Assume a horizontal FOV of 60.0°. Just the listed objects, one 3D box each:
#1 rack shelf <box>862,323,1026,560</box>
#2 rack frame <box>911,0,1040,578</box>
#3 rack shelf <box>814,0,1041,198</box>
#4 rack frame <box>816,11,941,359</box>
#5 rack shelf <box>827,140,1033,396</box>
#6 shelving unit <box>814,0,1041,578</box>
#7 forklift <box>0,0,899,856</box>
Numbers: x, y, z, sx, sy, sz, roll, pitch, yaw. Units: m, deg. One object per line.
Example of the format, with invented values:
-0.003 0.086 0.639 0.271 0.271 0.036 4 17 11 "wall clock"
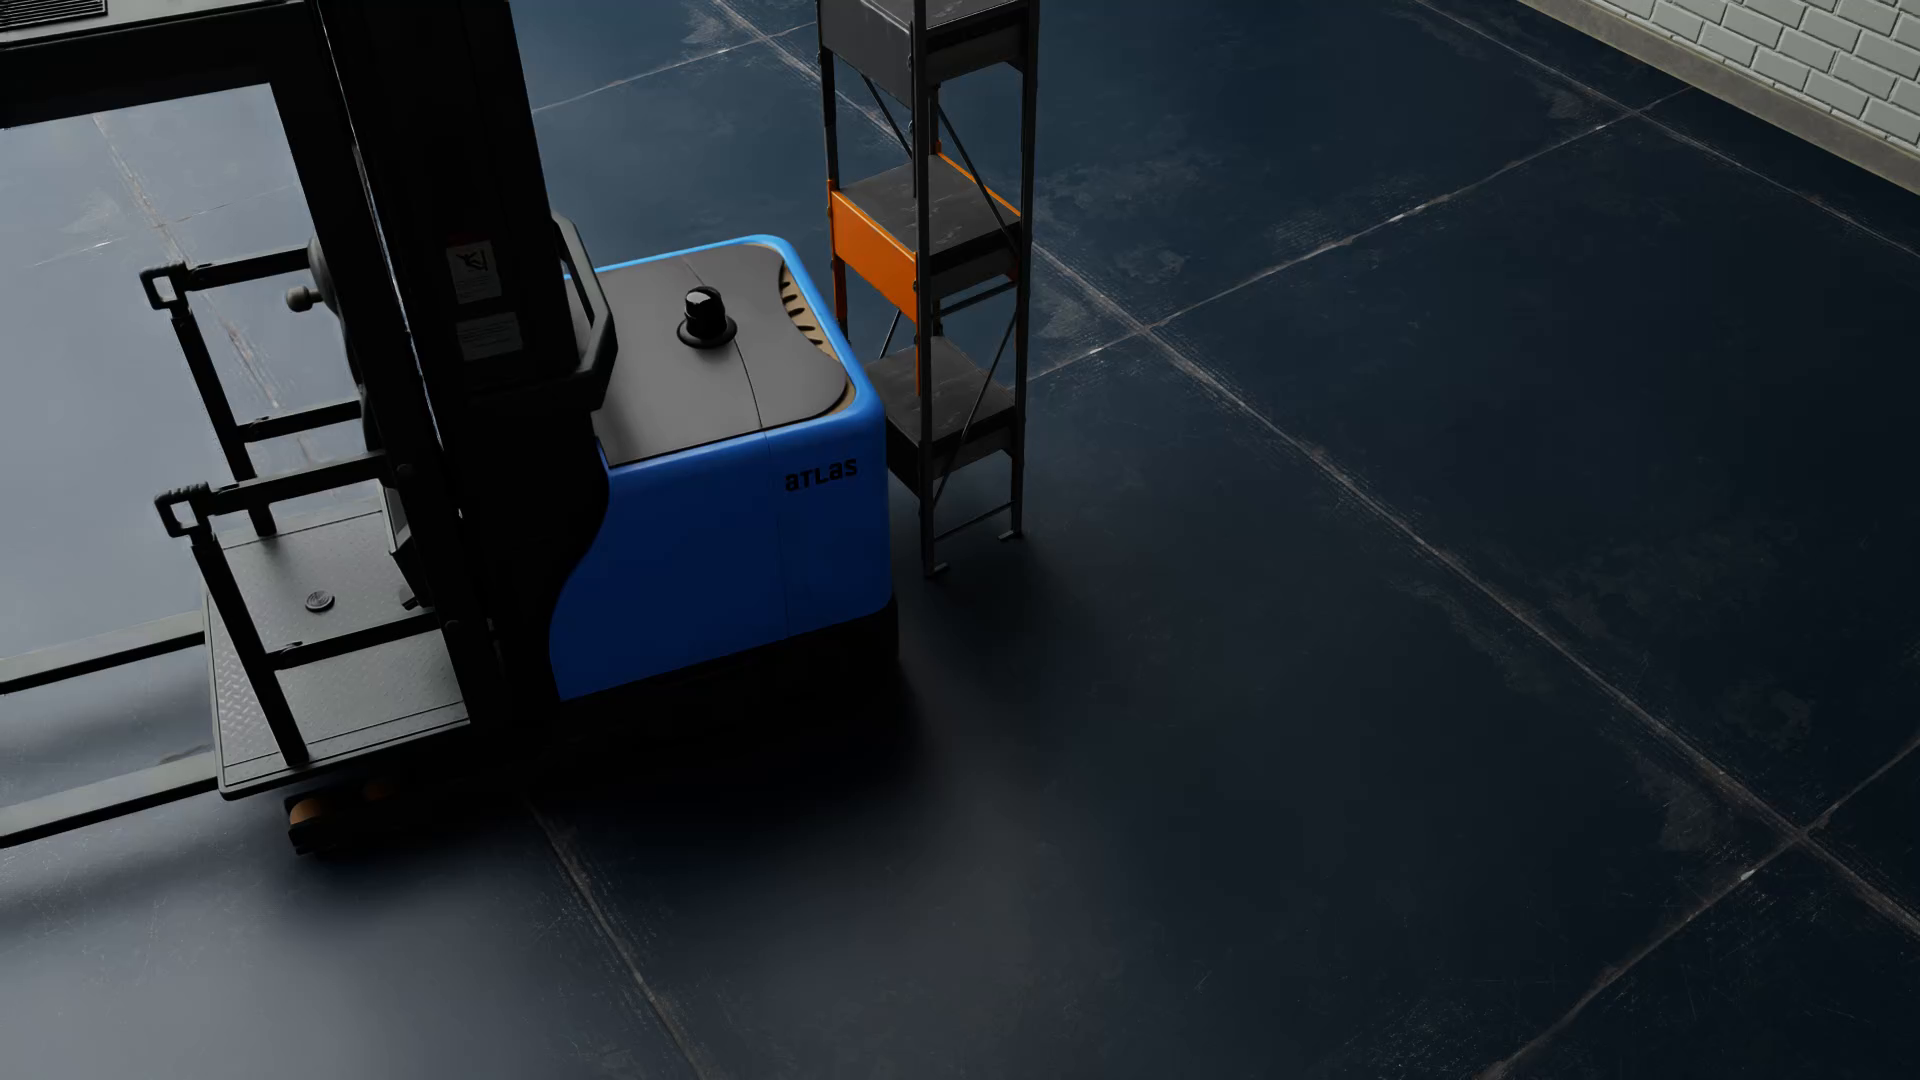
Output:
-0.095 -0.337 5.616 0.431 0.518 0.480 -26 49 -24 "rack shelf"
0.045 -0.715 4.978 0.400 2.100 0.015 -26 49 -24 "rack frame"
-0.095 -1.350 4.649 0.431 0.518 0.480 -26 49 -24 "rack shelf"
-0.234 -0.991 5.268 0.400 2.100 0.015 -26 49 -24 "rack frame"
-0.095 -0.843 5.133 0.431 0.518 0.480 -26 49 -24 "rack shelf"
-0.095 -0.853 5.123 0.431 2.100 0.503 -26 49 -24 "shelving unit"
-1.764 -0.579 4.234 3.031 2.935 1.130 -15 46 -15 "forklift"
